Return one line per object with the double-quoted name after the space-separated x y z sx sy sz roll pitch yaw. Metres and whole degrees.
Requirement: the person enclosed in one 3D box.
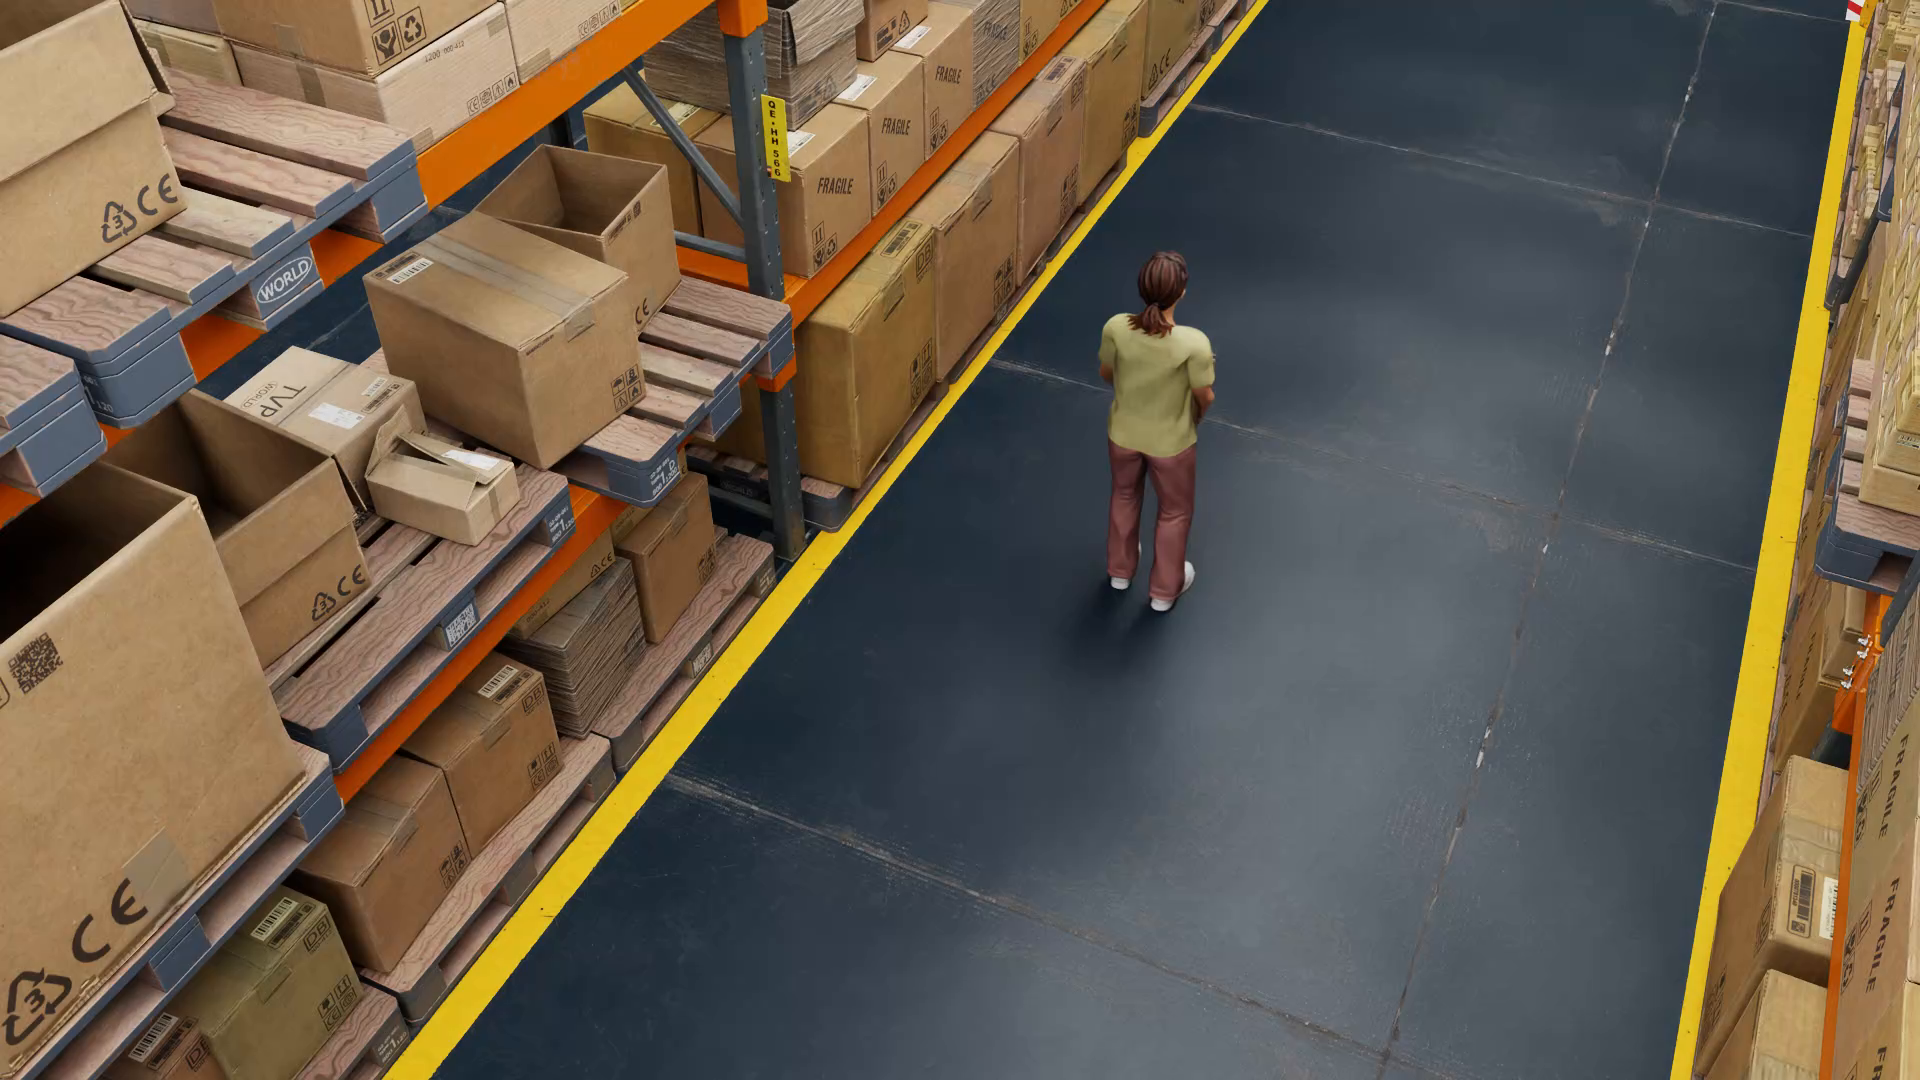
0.775 -0.442 6.648 0.466 1.675 0.452 17 45 18 "person"
